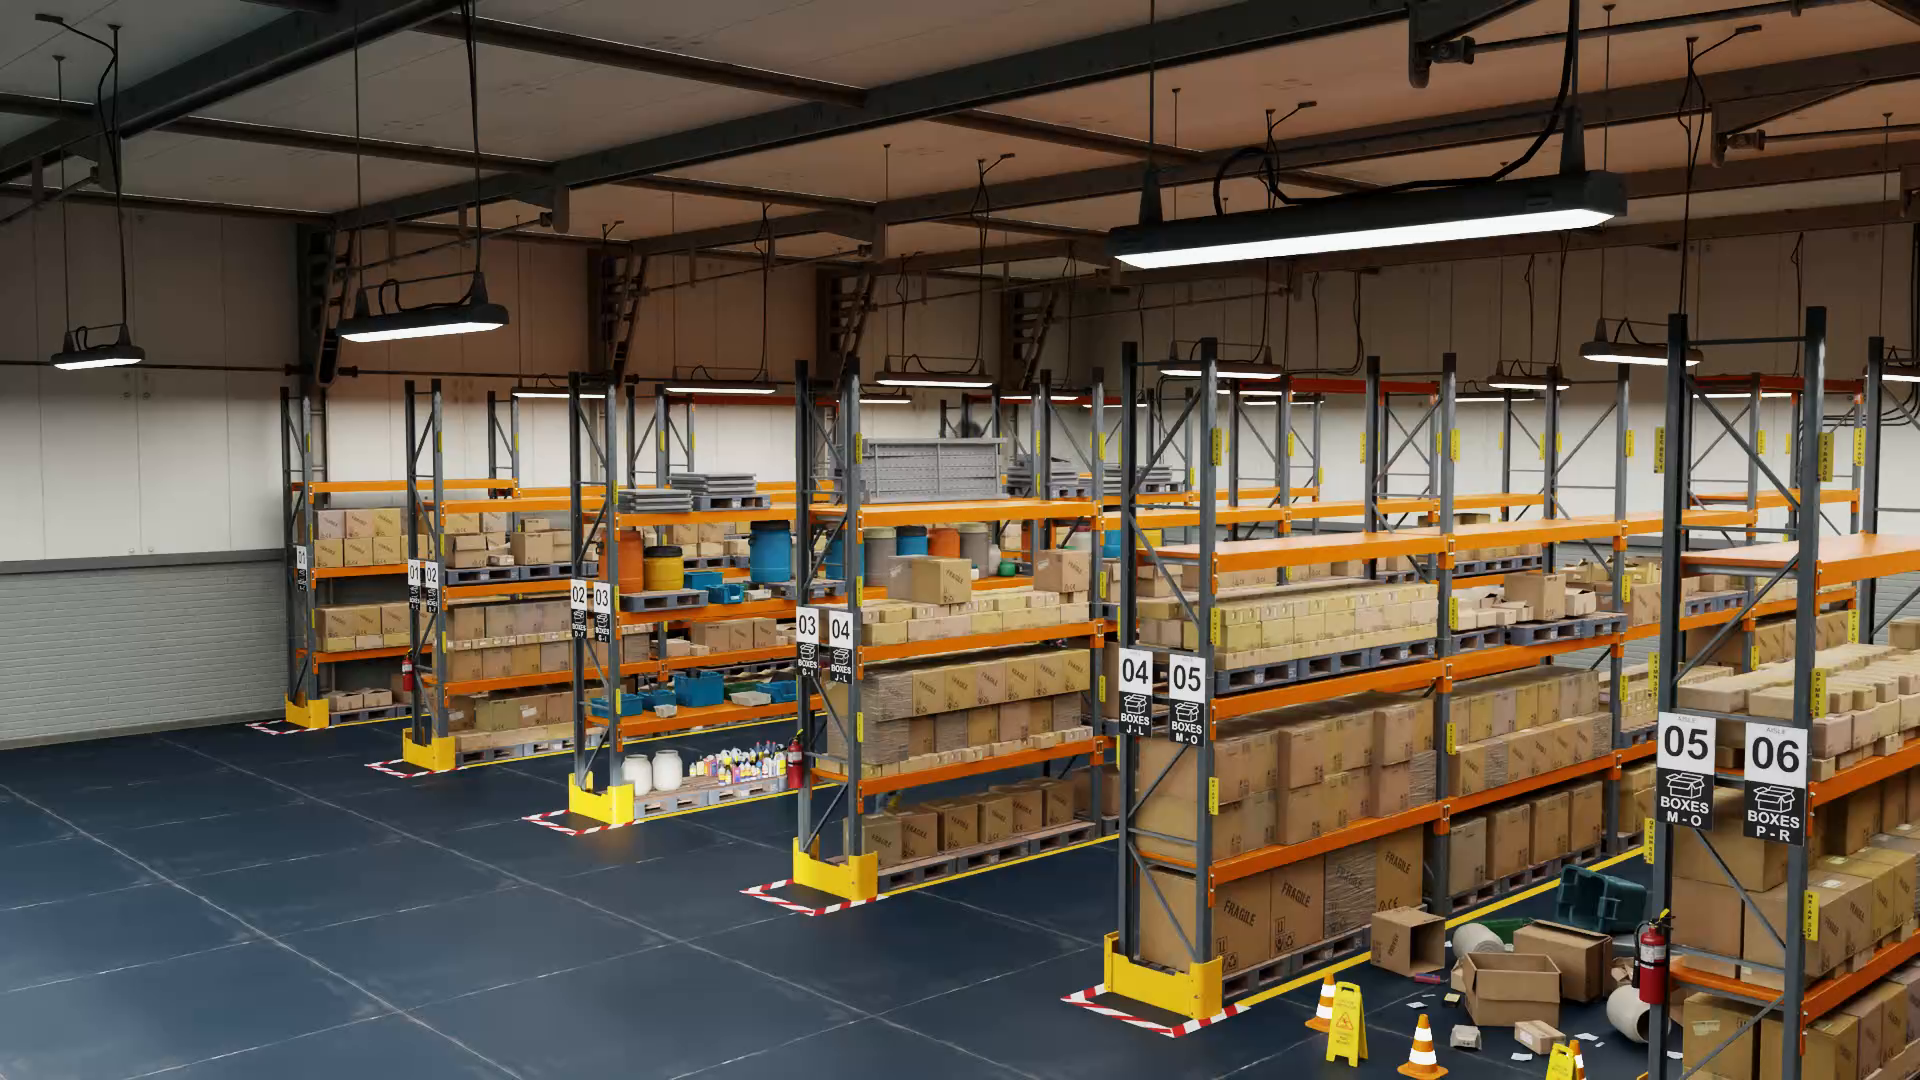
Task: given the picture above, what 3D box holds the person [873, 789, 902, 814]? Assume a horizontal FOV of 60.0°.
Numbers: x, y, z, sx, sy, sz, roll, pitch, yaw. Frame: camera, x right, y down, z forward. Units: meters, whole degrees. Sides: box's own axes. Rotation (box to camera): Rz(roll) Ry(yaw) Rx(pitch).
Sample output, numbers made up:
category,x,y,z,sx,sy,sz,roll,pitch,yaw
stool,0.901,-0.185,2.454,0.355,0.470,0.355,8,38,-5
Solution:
category,x,y,z,sx,sy,sz,roll,pitch,yaw
person,-1.001,2.856,22.128,0.712,1.742,0.961,2,4,33
